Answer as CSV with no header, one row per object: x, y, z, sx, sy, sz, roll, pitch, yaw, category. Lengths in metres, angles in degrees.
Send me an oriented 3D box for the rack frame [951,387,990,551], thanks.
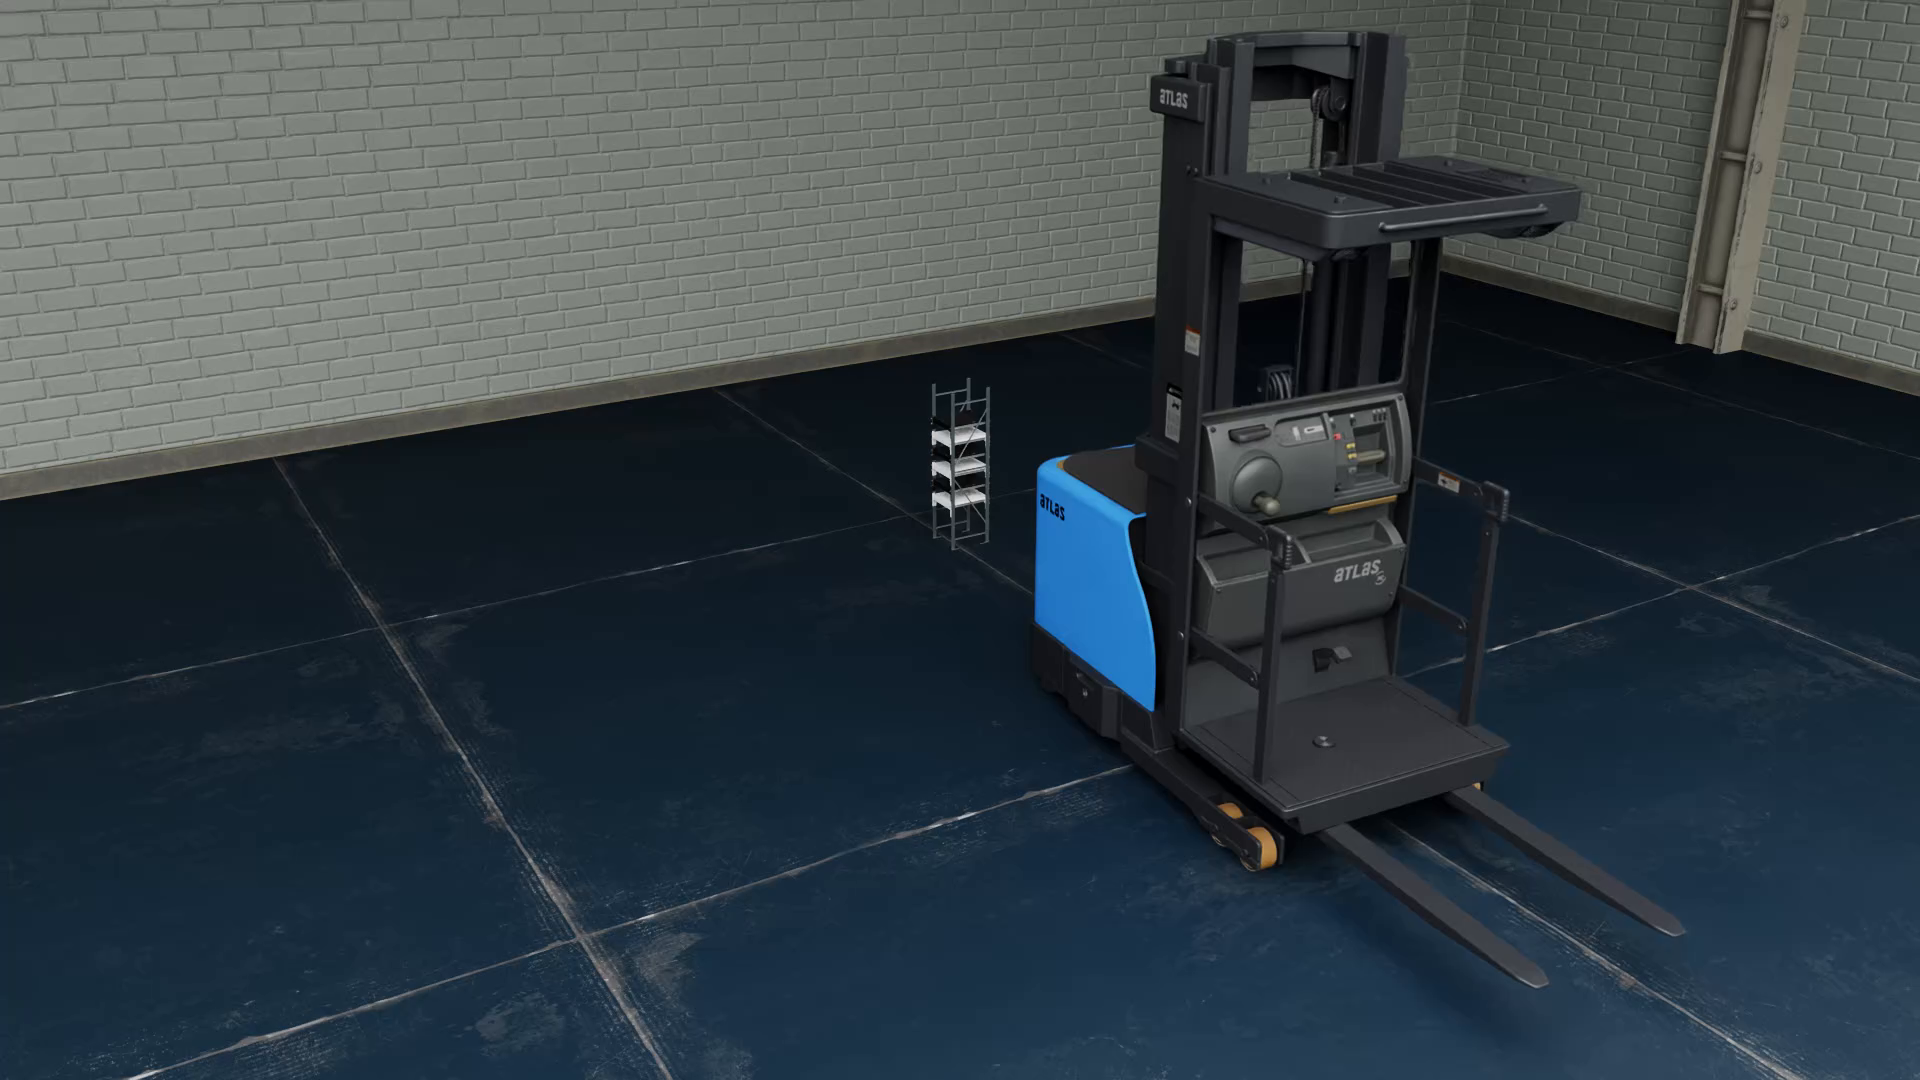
0.056,-0.381,9.055,0.240,0.900,0.006,-13,25,-28,rack frame

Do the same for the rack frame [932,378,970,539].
-0.048,-0.447,9.217,0.240,0.900,0.006,-13,25,-28,rack frame

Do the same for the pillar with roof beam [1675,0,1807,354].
2.183,-4.867,9.335,9.100,9.000,0.400,-13,25,-28,pillar with roof beam

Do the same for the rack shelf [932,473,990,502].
0.004,-0.300,9.182,0.258,0.077,0.200,-13,25,-28,rack shelf

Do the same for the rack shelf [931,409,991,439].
0.004,-0.633,9.046,0.258,0.077,0.200,-13,25,-28,rack shelf

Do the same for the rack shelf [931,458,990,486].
0.004,-0.383,9.148,0.258,0.077,0.200,-13,25,-28,rack shelf

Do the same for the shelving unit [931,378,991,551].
0.004,-0.414,9.136,0.258,0.900,0.210,-13,25,-28,shelving unit

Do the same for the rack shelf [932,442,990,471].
0.004,-0.467,9.114,0.258,0.077,0.200,-13,25,-28,rack shelf

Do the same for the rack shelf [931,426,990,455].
0.004,-0.550,9.080,0.258,0.077,0.200,-13,25,-28,rack shelf

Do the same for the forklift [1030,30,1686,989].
1.436,-0.303,6.165,1.130,2.935,3.031,-11,24,-25,forklift

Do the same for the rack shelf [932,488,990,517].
0.004,-0.217,9.216,0.258,0.077,0.200,-13,25,-28,rack shelf
